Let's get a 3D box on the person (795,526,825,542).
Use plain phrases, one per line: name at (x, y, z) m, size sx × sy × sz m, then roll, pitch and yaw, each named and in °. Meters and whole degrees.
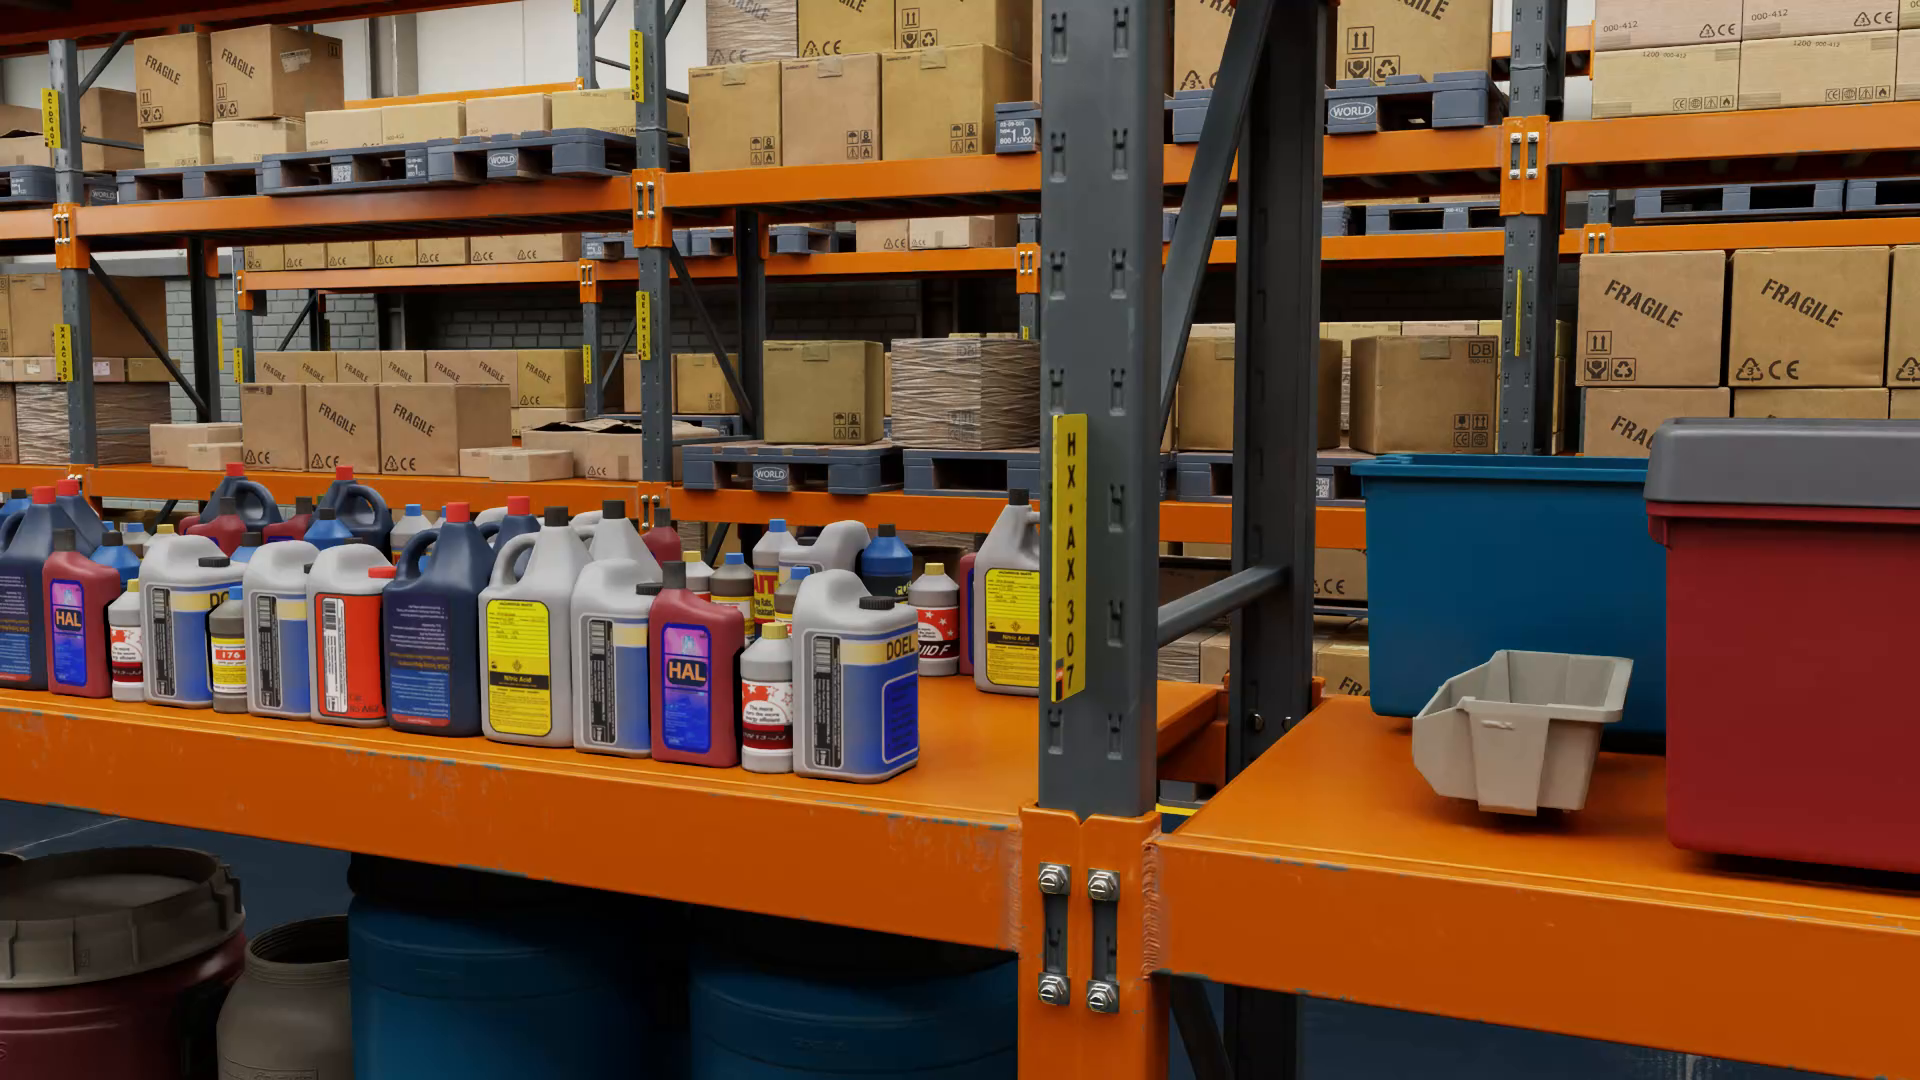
person at (-0.896, -0.023, 10.499) m, size 0.484 × 1.609 × 0.922 m, roll 3°, pitch 7°, yaw 30°
